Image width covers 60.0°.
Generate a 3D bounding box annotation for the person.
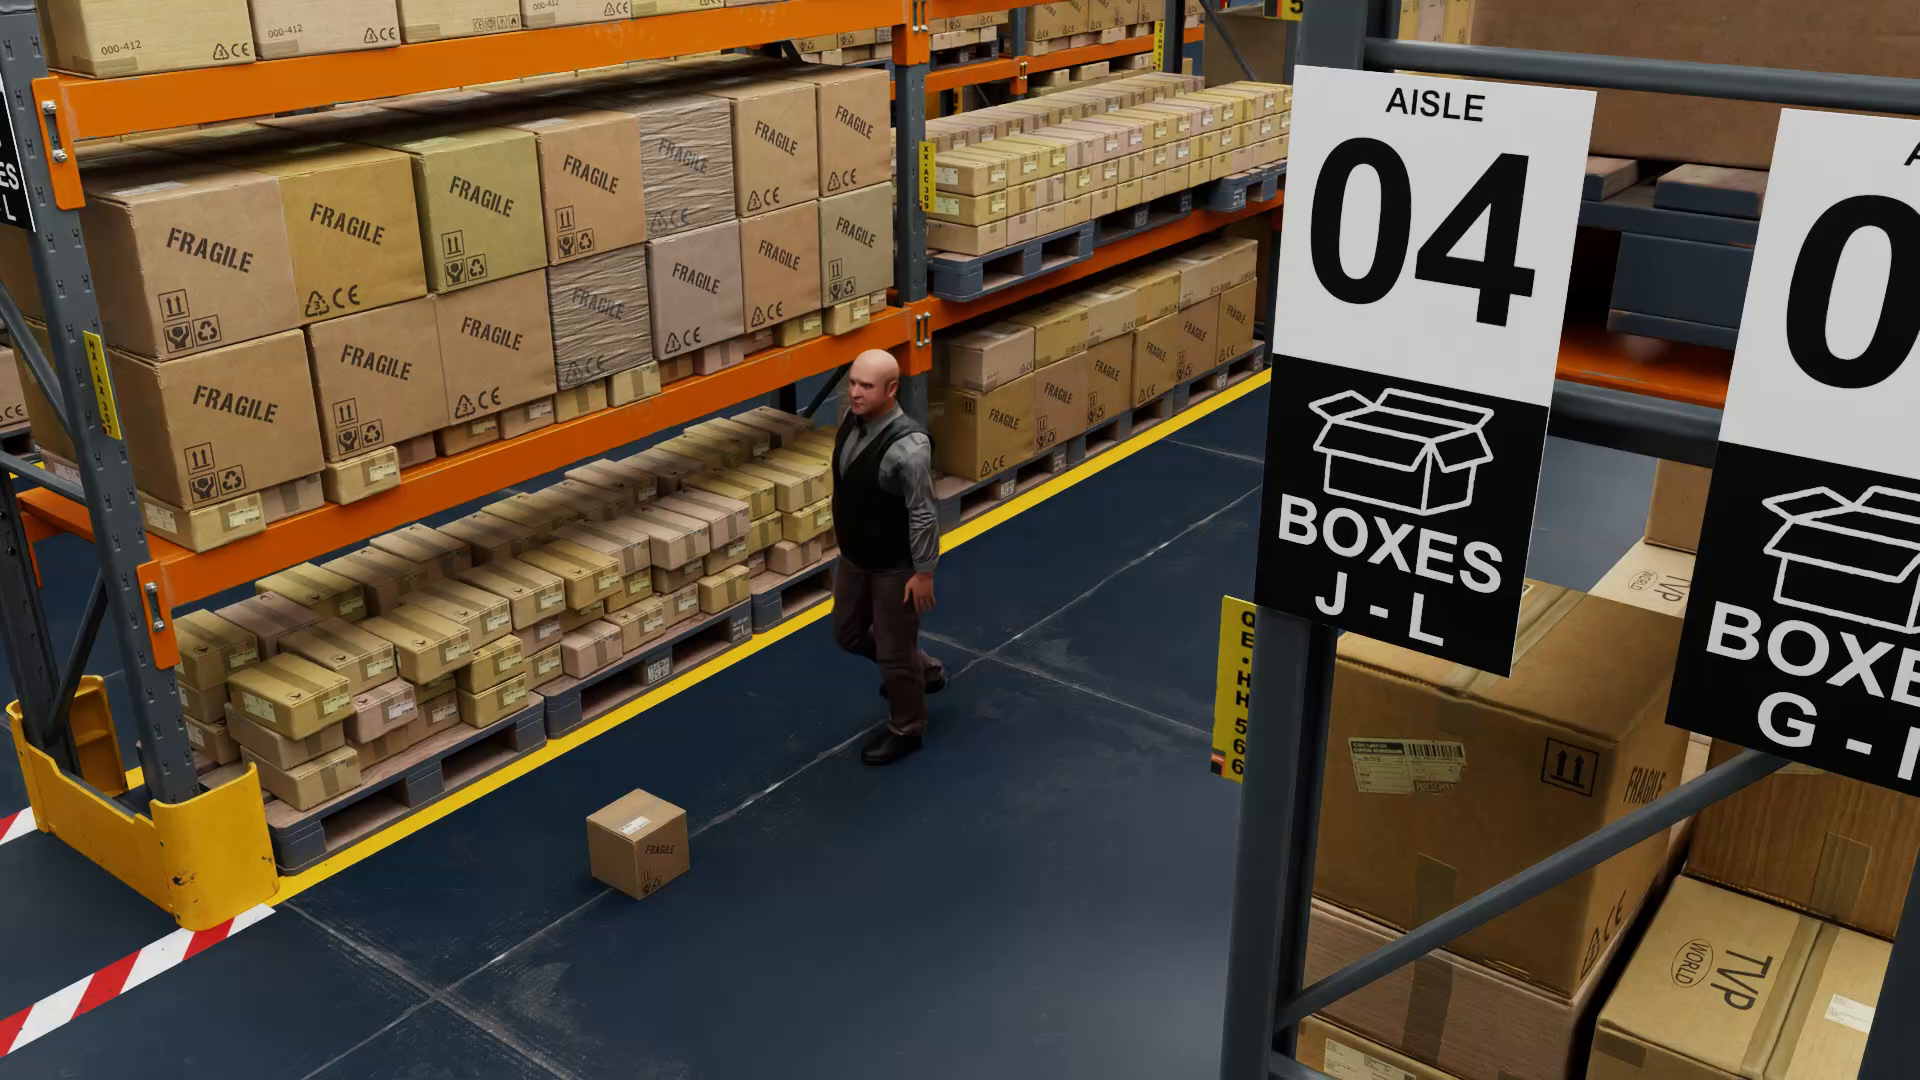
[{"bbox_3d":[-0.231,0.053,6.505,0.527,1.717,0.586,-14,27,-30],"label":"person"}]
